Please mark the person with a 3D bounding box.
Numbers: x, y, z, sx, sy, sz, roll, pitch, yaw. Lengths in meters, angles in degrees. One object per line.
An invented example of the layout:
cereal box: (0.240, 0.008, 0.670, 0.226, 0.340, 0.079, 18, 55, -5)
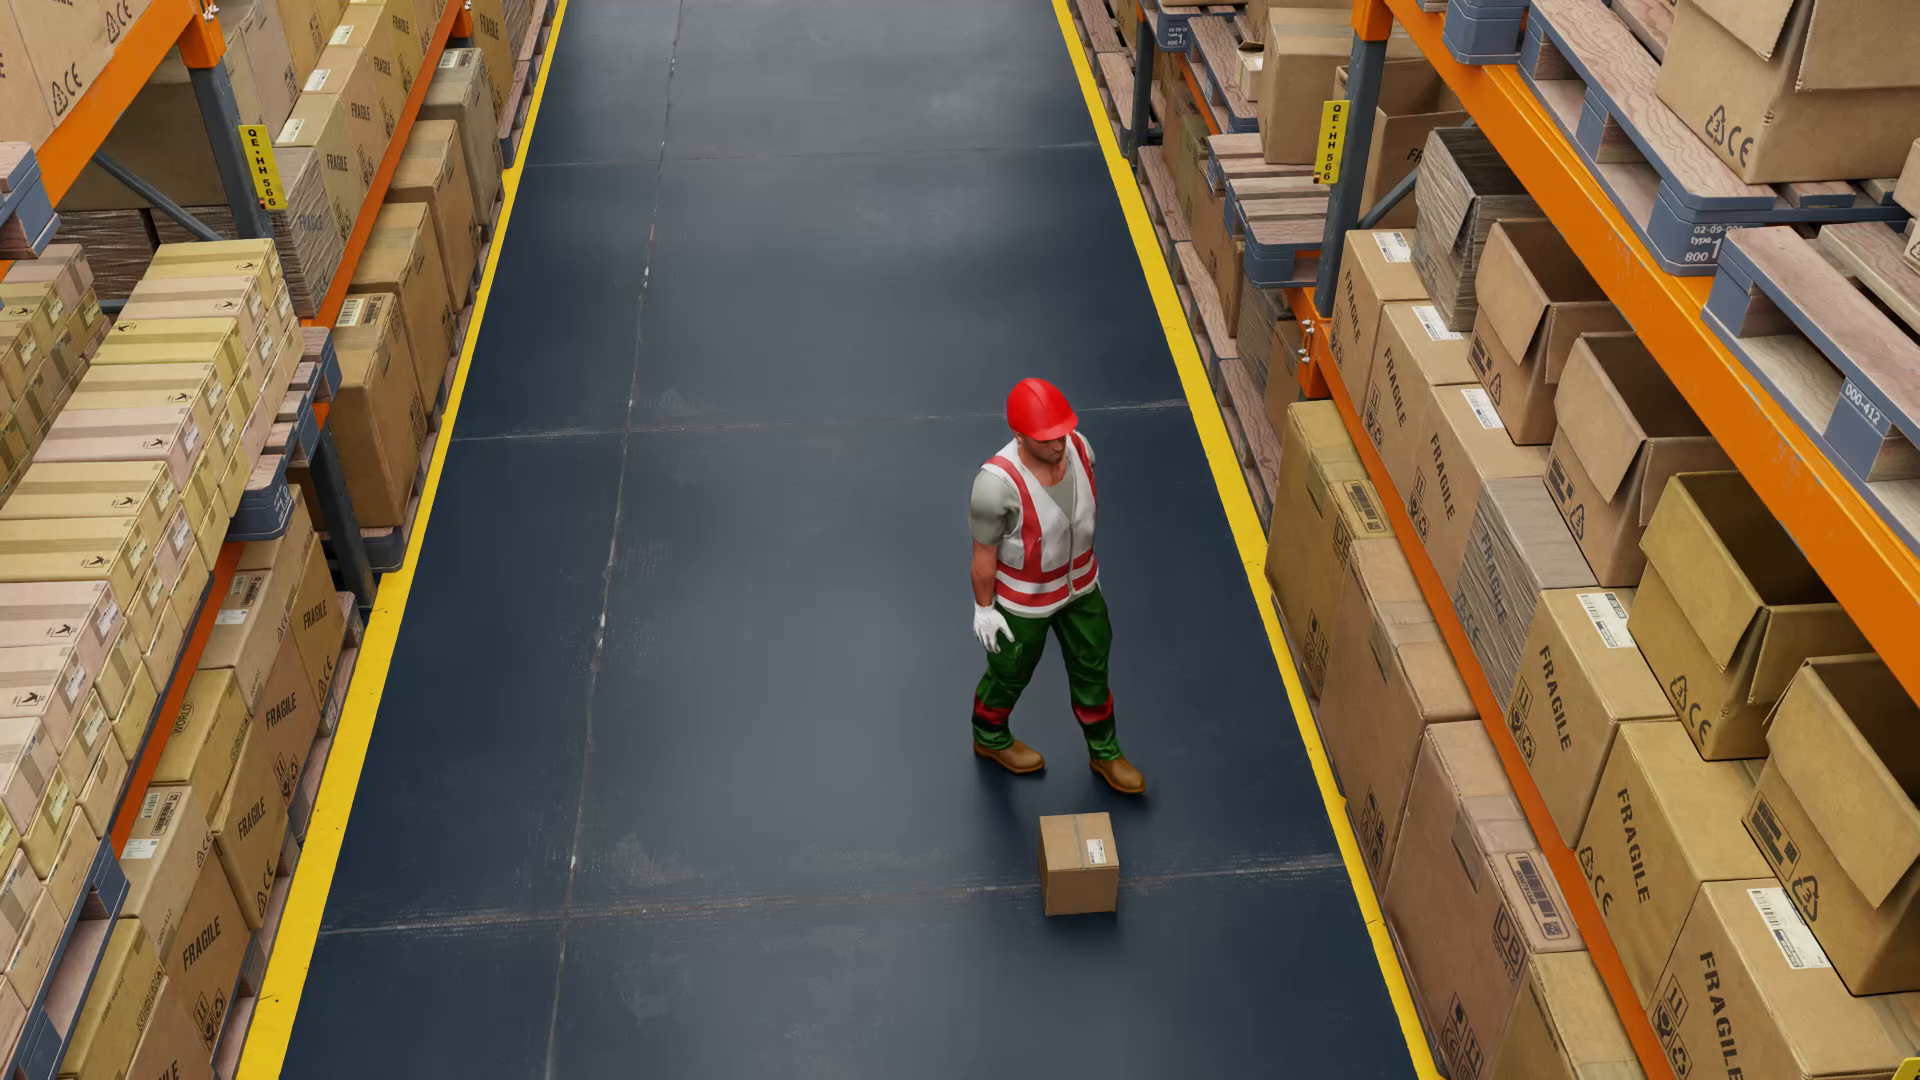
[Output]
person: (0.353, 0.221, 5.849, 0.542, 1.778, 0.654, -27, 46, -29)
